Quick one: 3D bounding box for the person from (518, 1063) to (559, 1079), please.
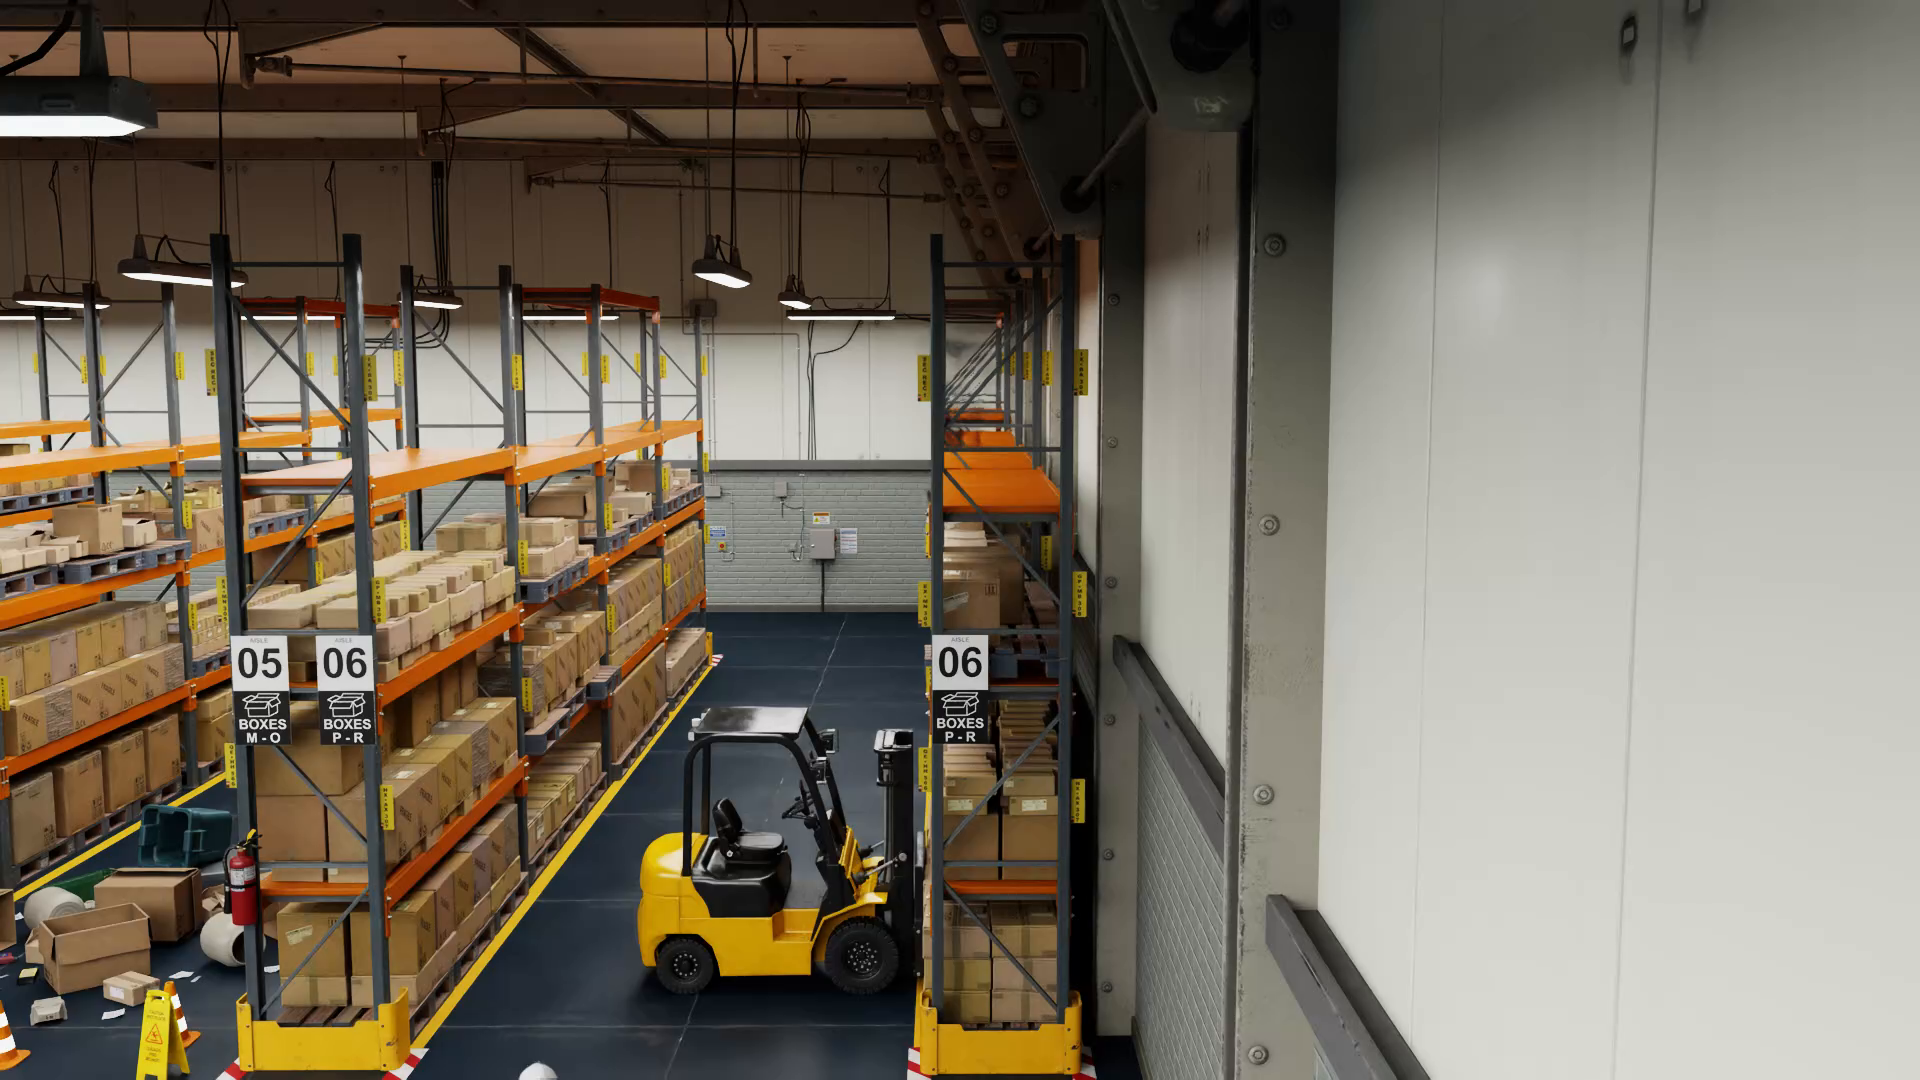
[{"bbox_3d":[-2.027,3.387,8.045,0.681,1.804,0.897,-3,7,-24],"label":"person"}]
